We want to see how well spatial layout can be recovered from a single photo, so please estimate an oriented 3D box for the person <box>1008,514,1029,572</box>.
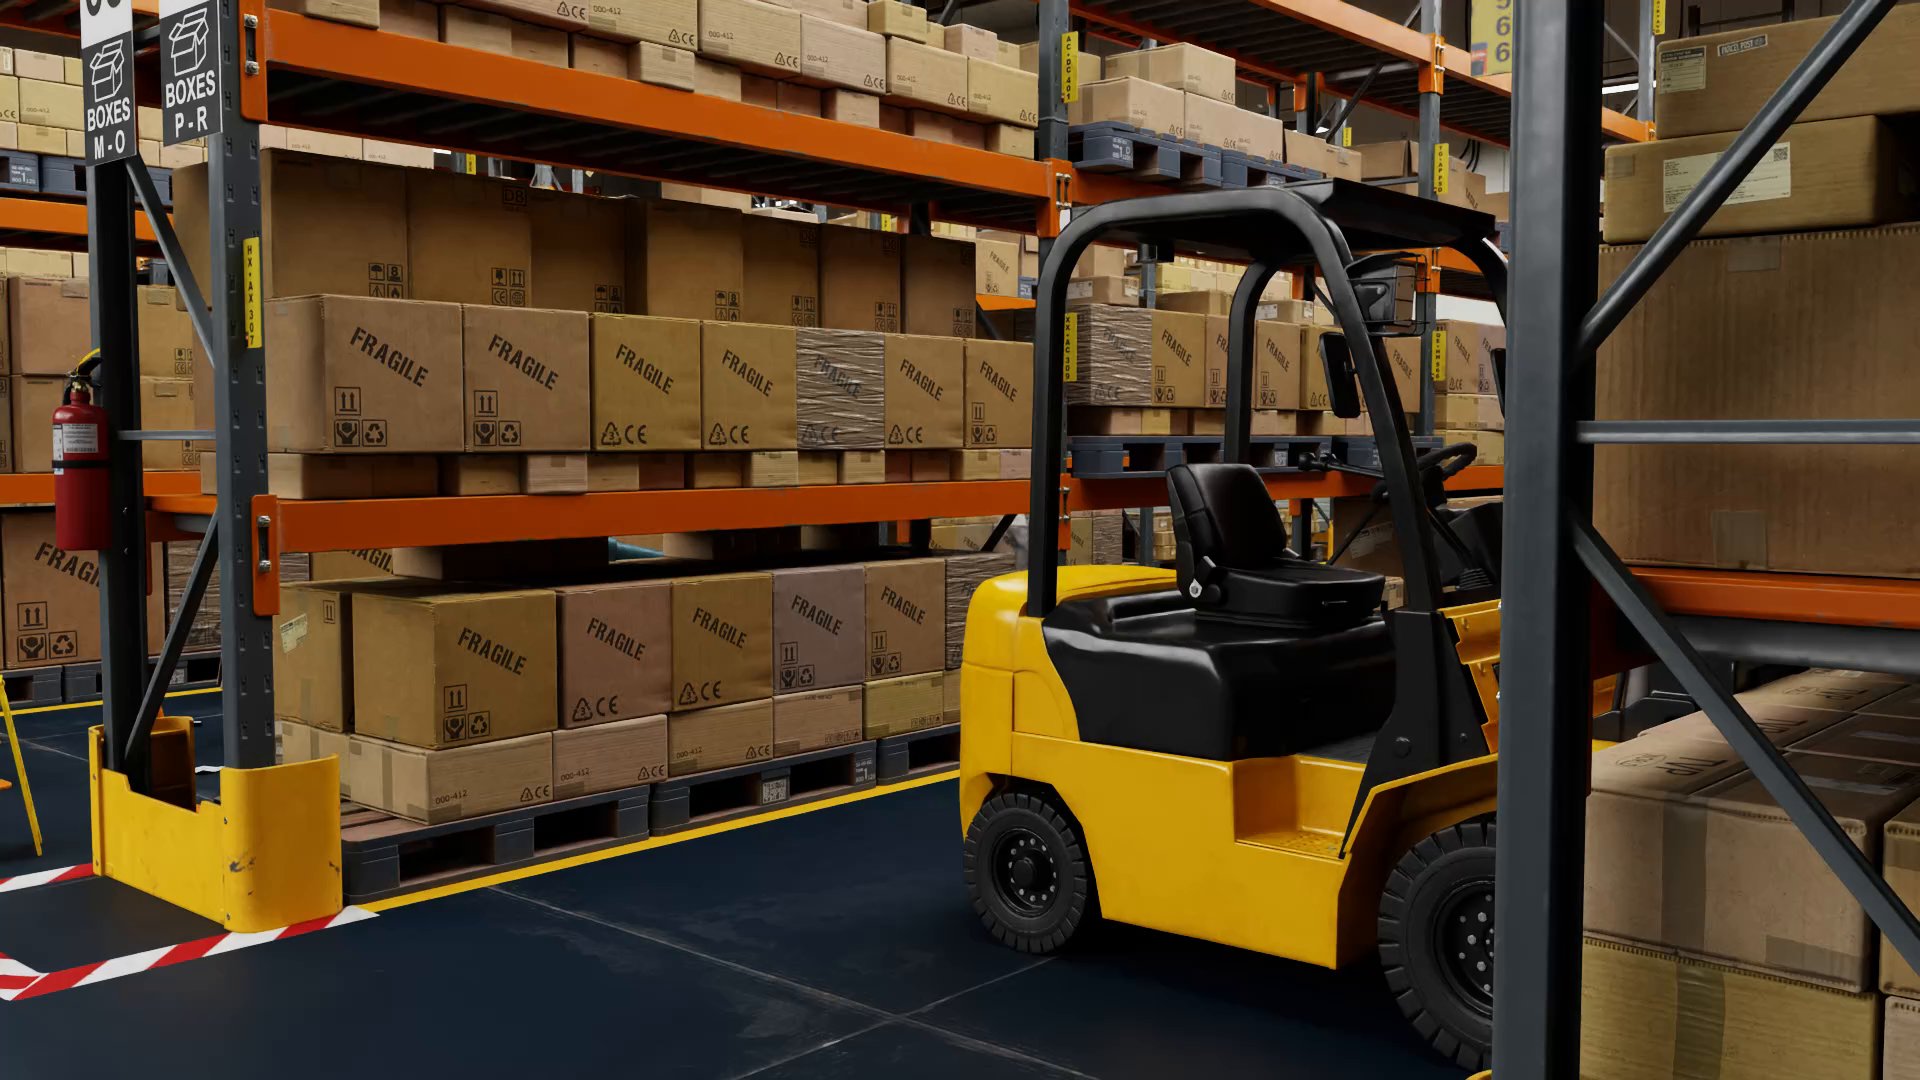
[{"bbox_3d":[0.565,-0.065,11.347,0.490,1.818,0.562,-1,4,-9],"label":"person"}]
